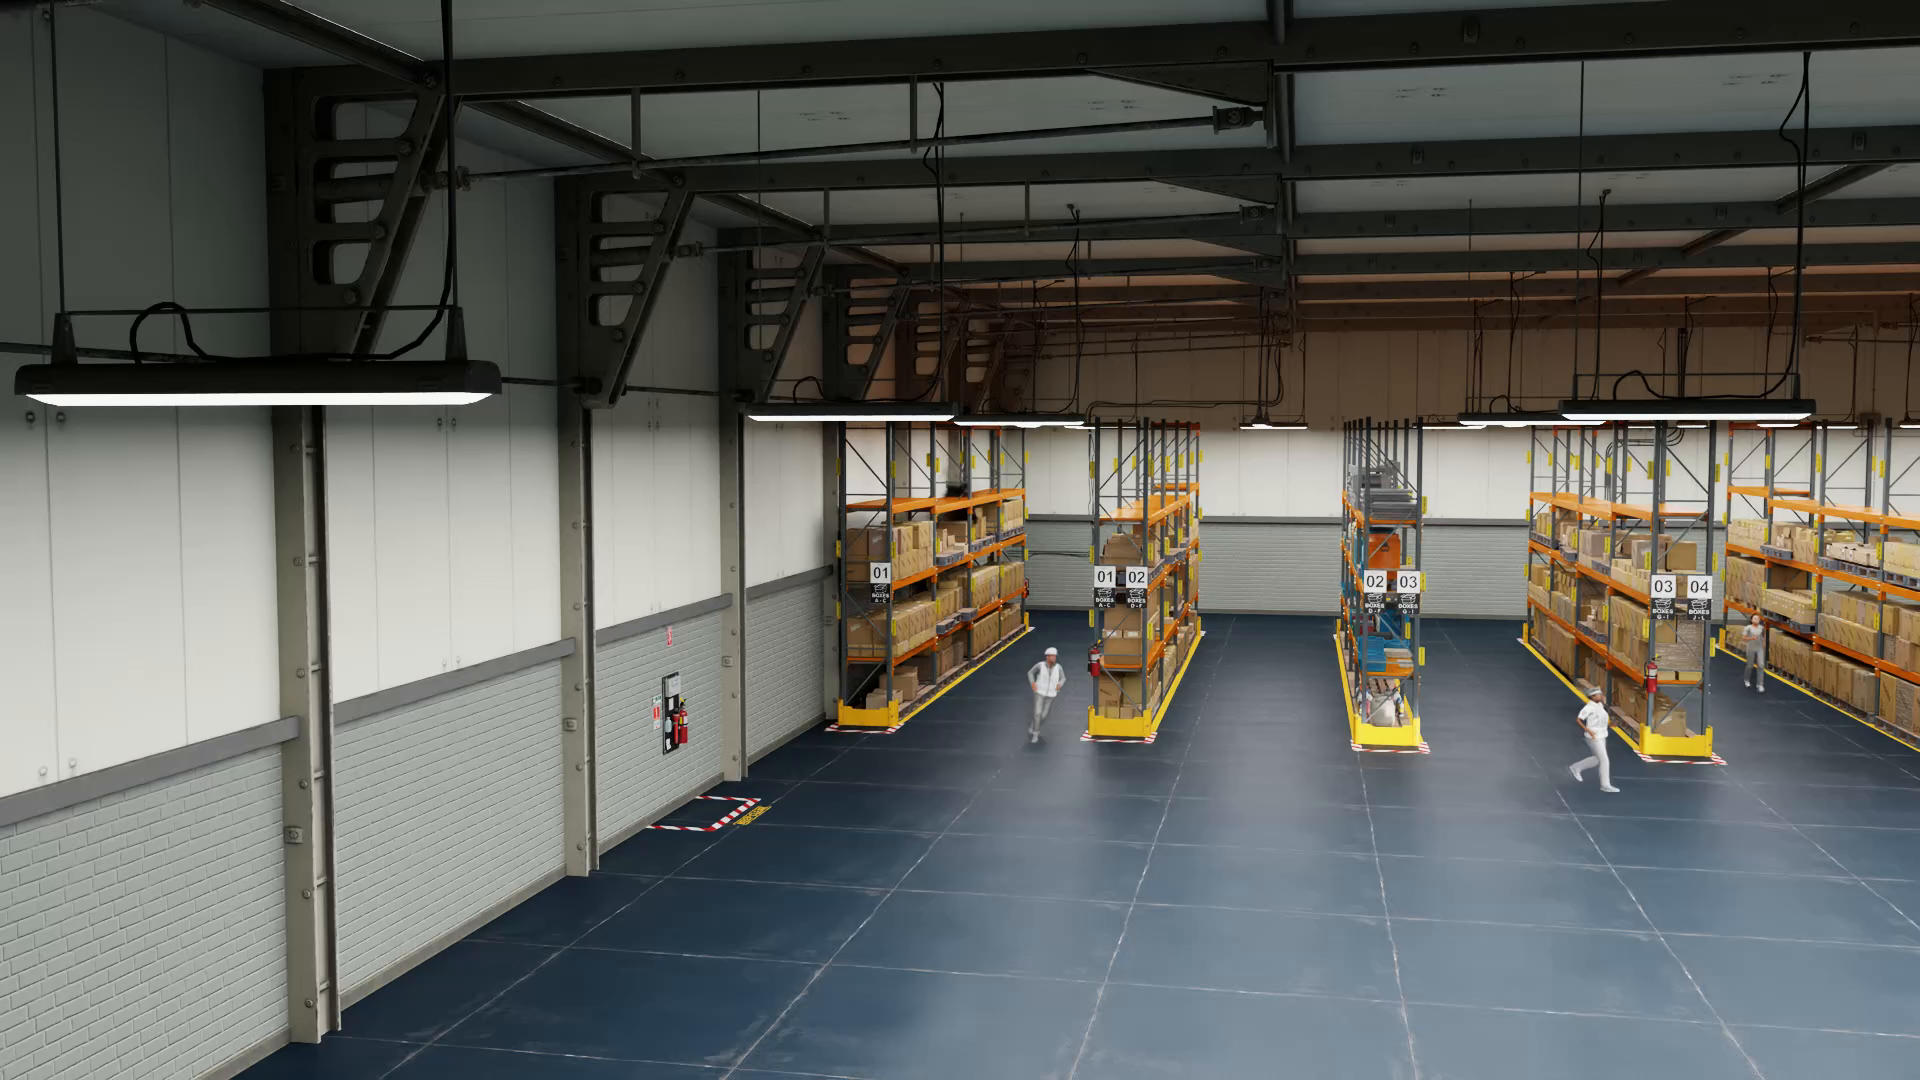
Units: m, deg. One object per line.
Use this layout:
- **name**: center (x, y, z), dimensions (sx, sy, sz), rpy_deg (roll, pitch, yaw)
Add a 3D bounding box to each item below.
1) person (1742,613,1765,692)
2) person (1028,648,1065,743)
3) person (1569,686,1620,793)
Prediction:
- **person**: center (17.602, 2.465, 36.841), dimensions (0.559, 1.682, 0.881), rpy_deg (0, 4, 7)
- **person**: center (1.612, 2.880, 31.067), dimensions (0.720, 1.748, 0.797), rpy_deg (-1, 4, -12)
- **person**: center (10.138, 3.151, 26.577), dimensions (0.587, 1.670, 0.871), rpy_deg (-4, 5, -45)
